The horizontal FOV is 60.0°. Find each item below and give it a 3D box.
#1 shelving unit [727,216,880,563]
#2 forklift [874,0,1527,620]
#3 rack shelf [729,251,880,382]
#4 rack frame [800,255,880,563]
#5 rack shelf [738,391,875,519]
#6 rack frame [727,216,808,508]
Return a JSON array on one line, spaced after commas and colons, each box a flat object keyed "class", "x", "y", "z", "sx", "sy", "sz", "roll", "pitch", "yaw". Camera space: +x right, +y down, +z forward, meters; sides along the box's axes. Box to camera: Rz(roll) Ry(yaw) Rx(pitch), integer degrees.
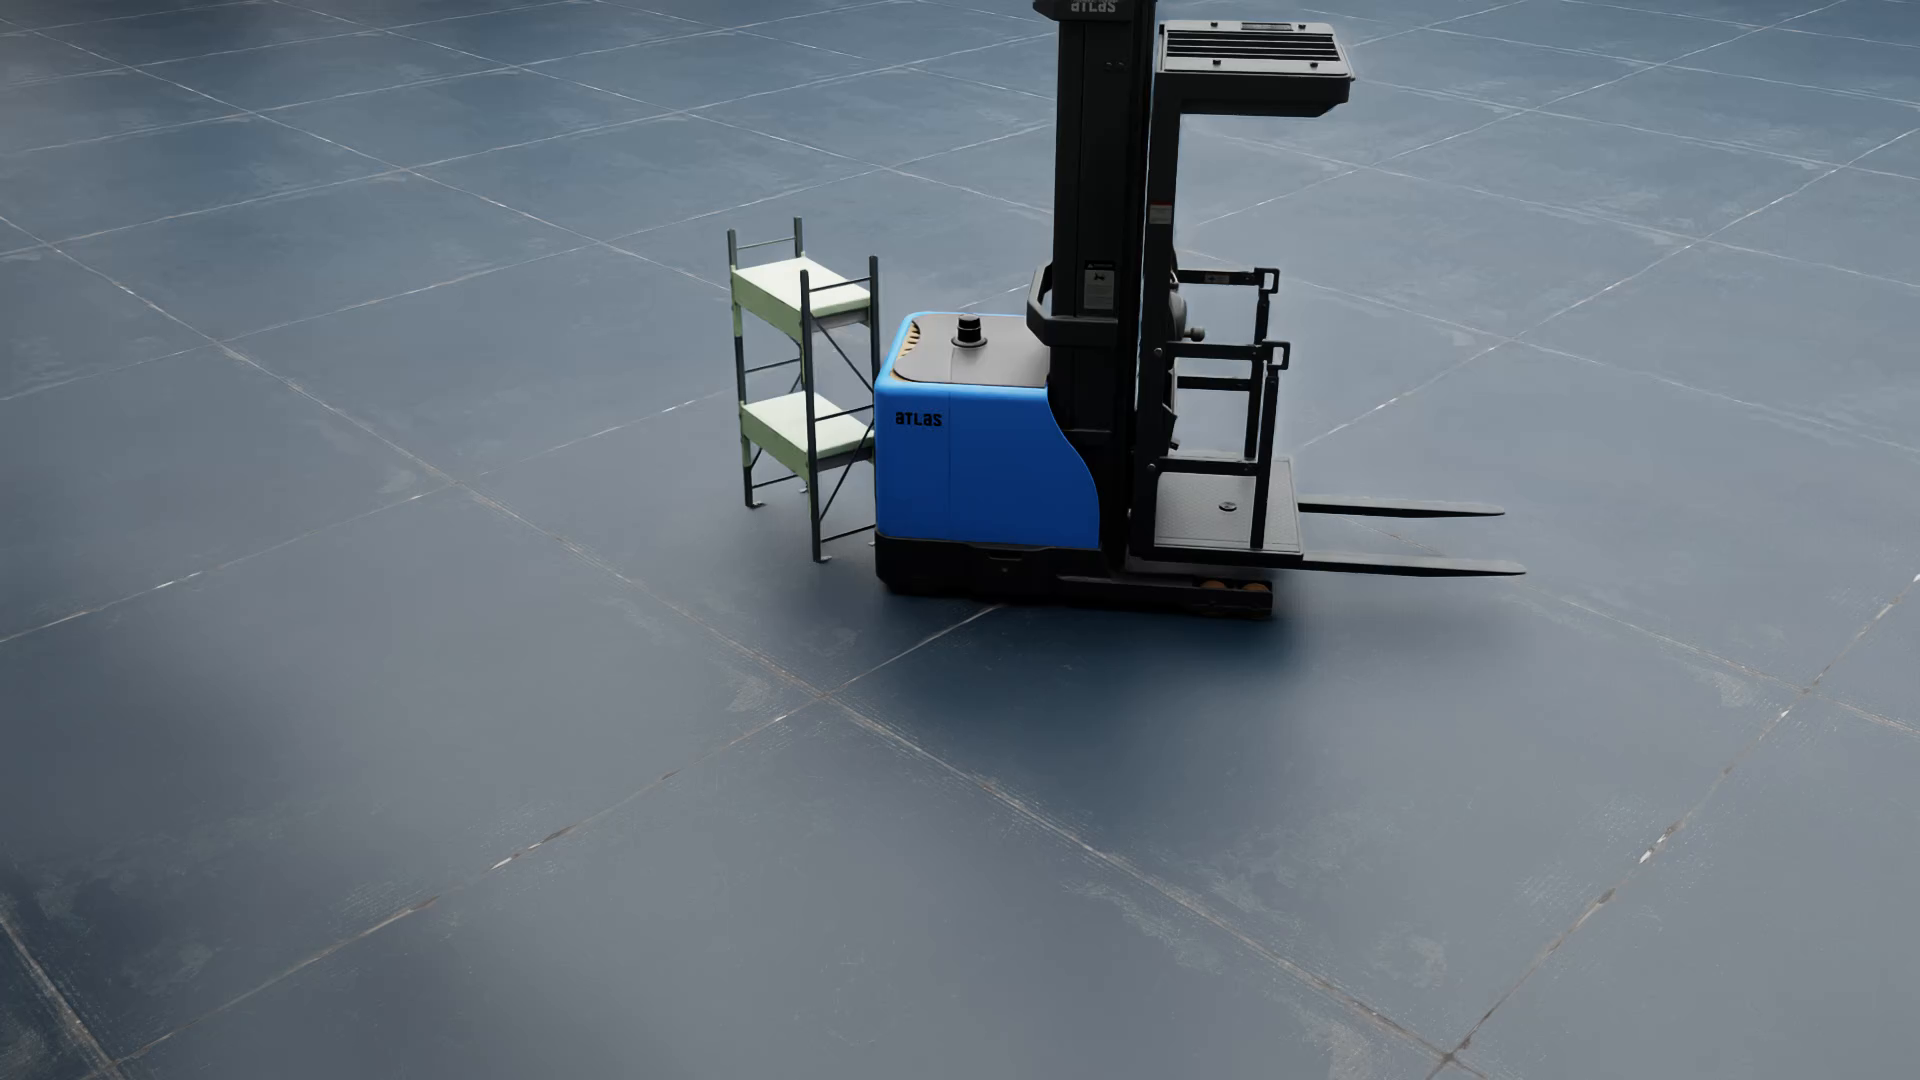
[{"class": "shelving unit", "x": -0.756, "y": -0.748, "z": 8.237, "sx": 0.431, "sy": 1.500, "sz": 0.755, "roll": -17, "pitch": 32, "yaw": -29}, {"class": "forklift", "x": 1.152, "y": -1.191, "z": 7.542, "sx": 3.031, "sy": 2.935, "sz": 1.130, "roll": 3, "pitch": 28, "yaw": 6}, {"class": "rack shelf", "x": -0.756, "y": -1.093, "z": 8.055, "sx": 0.431, "sy": 0.370, "sz": 0.720, "roll": -17, "pitch": 32, "yaw": -29}, {"class": "rack frame", "x": -0.554, "y": -0.606, "z": 7.967, "sx": 0.400, "sy": 1.500, "sz": 0.023, "roll": -17, "pitch": 32, "yaw": -29}, {"class": "rack shelf", "x": -0.756, "y": -0.459, "z": 8.389, "sx": 0.431, "sy": 0.370, "sz": 0.720, "roll": -17, "pitch": 32, "yaw": -29}, {"class": "rack frame", "x": -0.958, "y": -0.890, "z": 8.507, "sx": 0.400, "sy": 1.500, "sz": 0.023, "roll": -17, "pitch": 32, "yaw": -29}]
